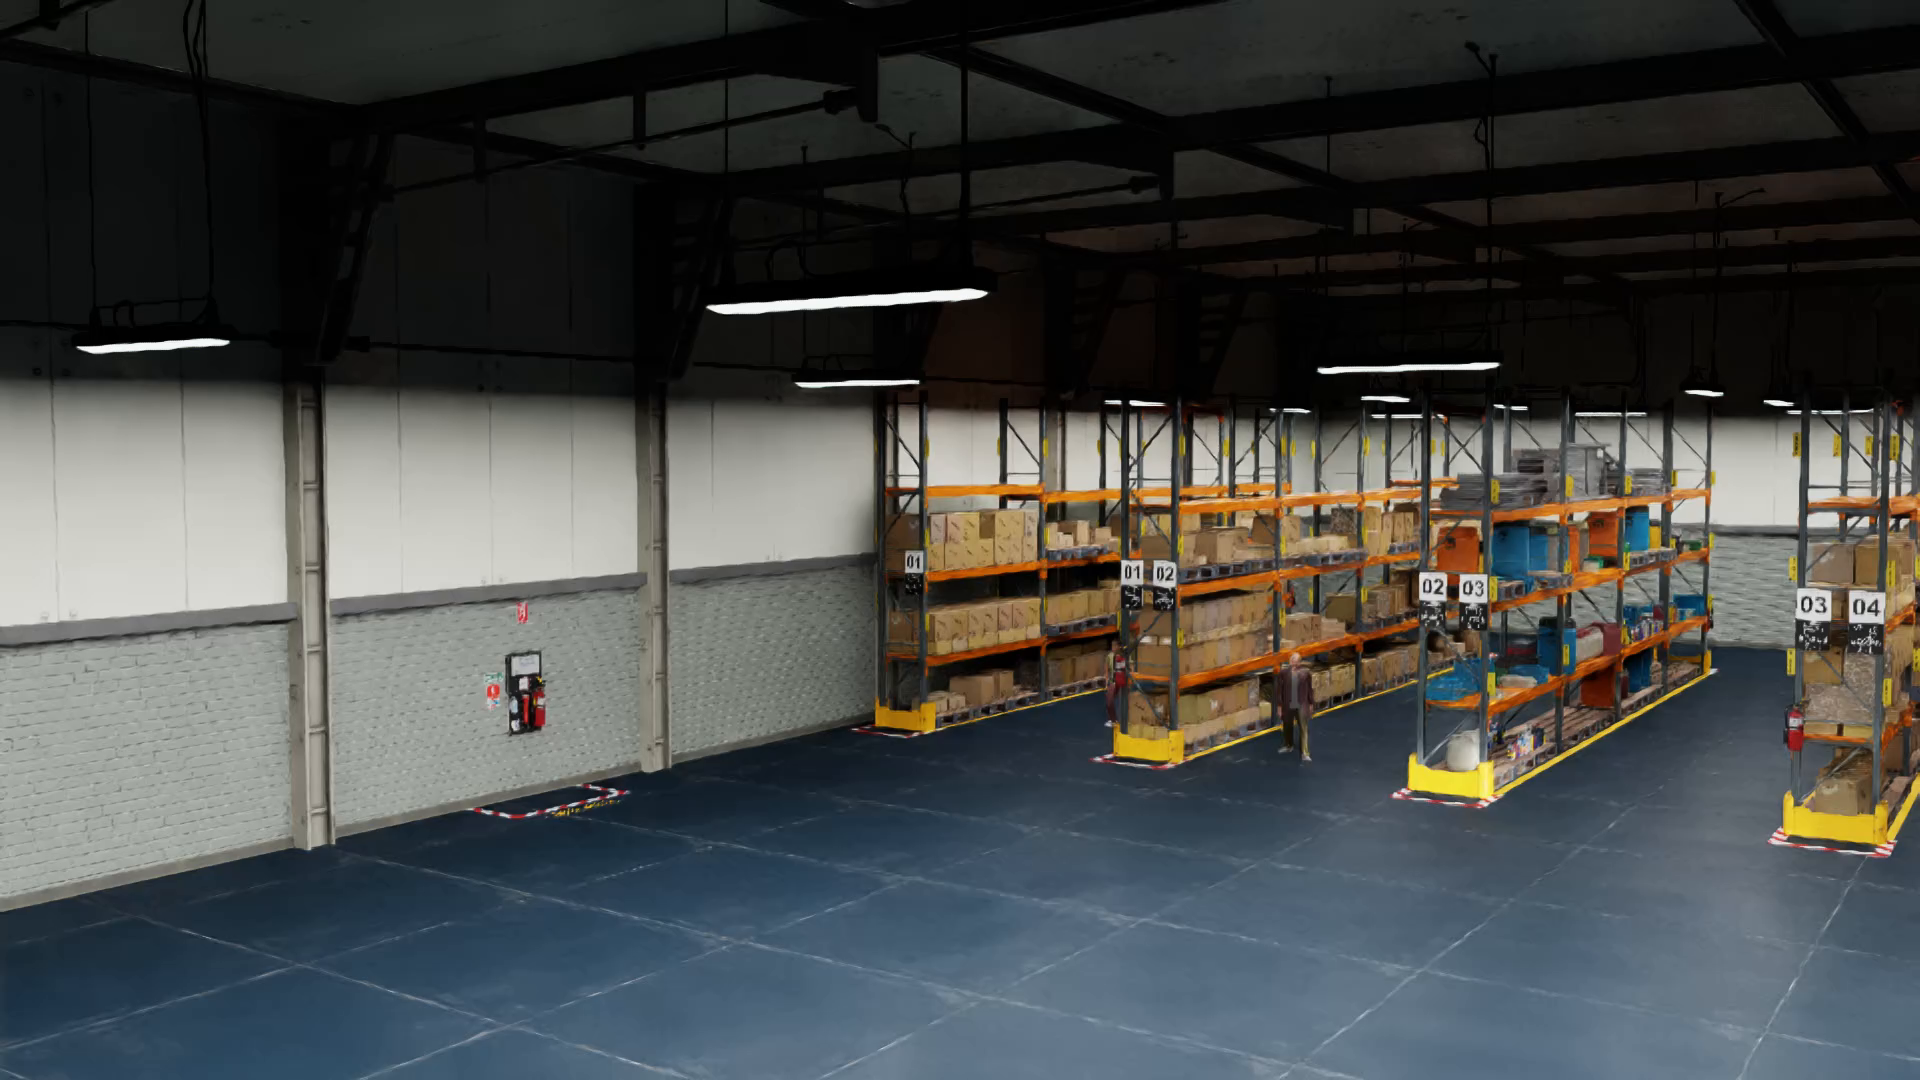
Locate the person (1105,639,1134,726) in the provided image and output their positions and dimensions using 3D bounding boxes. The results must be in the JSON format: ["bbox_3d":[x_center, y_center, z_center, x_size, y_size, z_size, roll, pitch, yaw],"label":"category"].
[{"bbox_3d":[2.839,2.554,29.654,0.598,1.619,0.507,2,4,32],"label":"person"}]

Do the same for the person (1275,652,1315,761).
[{"bbox_3d":[5.390,2.660,26.753,0.634,1.725,1.031,1,3,12],"label":"person"}]
